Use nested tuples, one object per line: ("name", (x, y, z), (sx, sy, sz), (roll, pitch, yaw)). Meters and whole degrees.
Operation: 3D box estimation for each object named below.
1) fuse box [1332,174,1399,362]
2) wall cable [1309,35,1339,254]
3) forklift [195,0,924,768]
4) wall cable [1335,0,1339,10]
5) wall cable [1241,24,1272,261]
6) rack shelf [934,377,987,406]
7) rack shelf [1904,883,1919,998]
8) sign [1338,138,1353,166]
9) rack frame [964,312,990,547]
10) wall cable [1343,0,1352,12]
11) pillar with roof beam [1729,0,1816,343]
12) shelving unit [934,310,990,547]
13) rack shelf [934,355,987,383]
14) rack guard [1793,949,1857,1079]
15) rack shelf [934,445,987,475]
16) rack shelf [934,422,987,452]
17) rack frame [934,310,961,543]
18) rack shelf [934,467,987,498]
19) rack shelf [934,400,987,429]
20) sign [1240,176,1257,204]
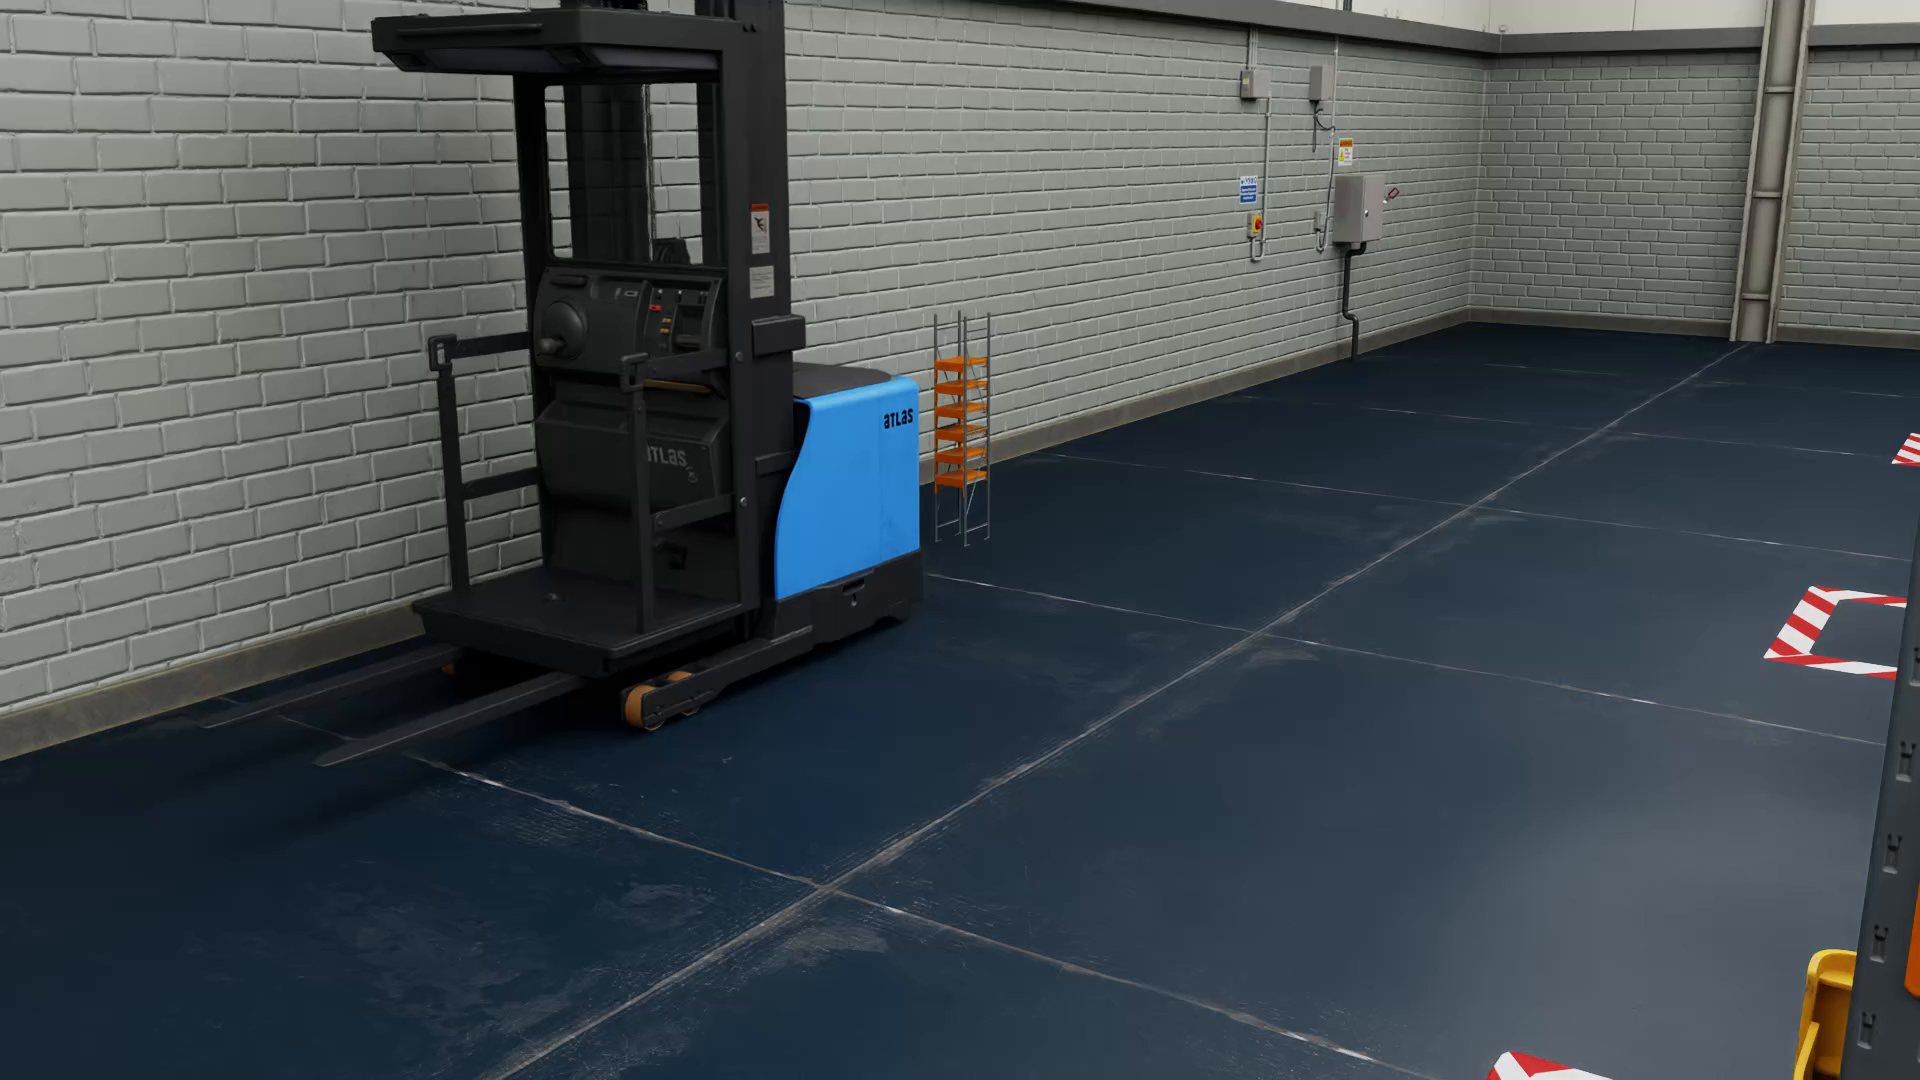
("fuse box", (3.726, -2.503, 15.374), (0.414, 1.711, 0.539), (9, 17, 33))
("wall cable", (3.214, -3.507, 14.633), (0.122, 1.984, 0.588), (9, 17, 33))
("forklift", (-1.395, -0.859, 6.195), (1.130, 2.935, 3.031), (9, 17, 32))
("wall cable", (2.669, -5.746, 13.308), (0.029, 3.000, 2.355), (9, 17, 33))
("wall cable", (2.432, -3.238, 13.480), (0.123, 1.953, 0.585), (9, 17, 33))
("rack shelf", (0.012, -0.770, 8.624), (0.180, 0.103, 0.258), (9, 17, 33))
("rack shelf", (3.253, 0.616, 1.591), (4.000, 0.370, 1.077), (9, 17, 33))
("sign", (3.523, -3.546, 15.187), (0.001, 0.242, 0.339), (9, 17, 33))
("rack frame", (0.088, -0.568, 8.622), (0.006, 1.200, 0.240), (9, 17, 33))
("wall cable", (4.255, -6.315, 15.527), (0.133, 3.039, 2.988), (9, 17, 33))
("pillar with roof beam", (5.755, -5.563, 12.568), (0.400, 9.000, 9.100), (9, 17, 33))
("shelving unit", (0.012, -0.580, 8.671), (0.189, 1.200, 0.258), (9, 17, 33))
("rack shelf", (0.012, -0.887, 8.595), (0.180, 0.103, 0.258), (9, 17, 33))
("rack guard", (1.574, 1.208, 2.901), (0.348, 0.500, 1.175), (9, 17, 33))
("rack shelf", (0.012, -0.421, 8.711), (0.180, 0.103, 0.258), (9, 17, 33))
("rack shelf", (0.012, -0.537, 8.682), (0.180, 0.103, 0.258), (9, 17, 33))
("rack frame", (-0.064, -0.593, 8.721), (0.006, 1.200, 0.240), (9, 17, 33))
("rack shelf", (0.012, -0.304, 8.740), (0.180, 0.103, 0.258), (9, 17, 33))
("rack shelf", (0.012, -0.654, 8.653), (0.180, 0.103, 0.258), (9, 17, 33))
("sign", (2.355, -2.859, 13.568), (0.001, 0.218, 0.327), (9, 17, 33))
